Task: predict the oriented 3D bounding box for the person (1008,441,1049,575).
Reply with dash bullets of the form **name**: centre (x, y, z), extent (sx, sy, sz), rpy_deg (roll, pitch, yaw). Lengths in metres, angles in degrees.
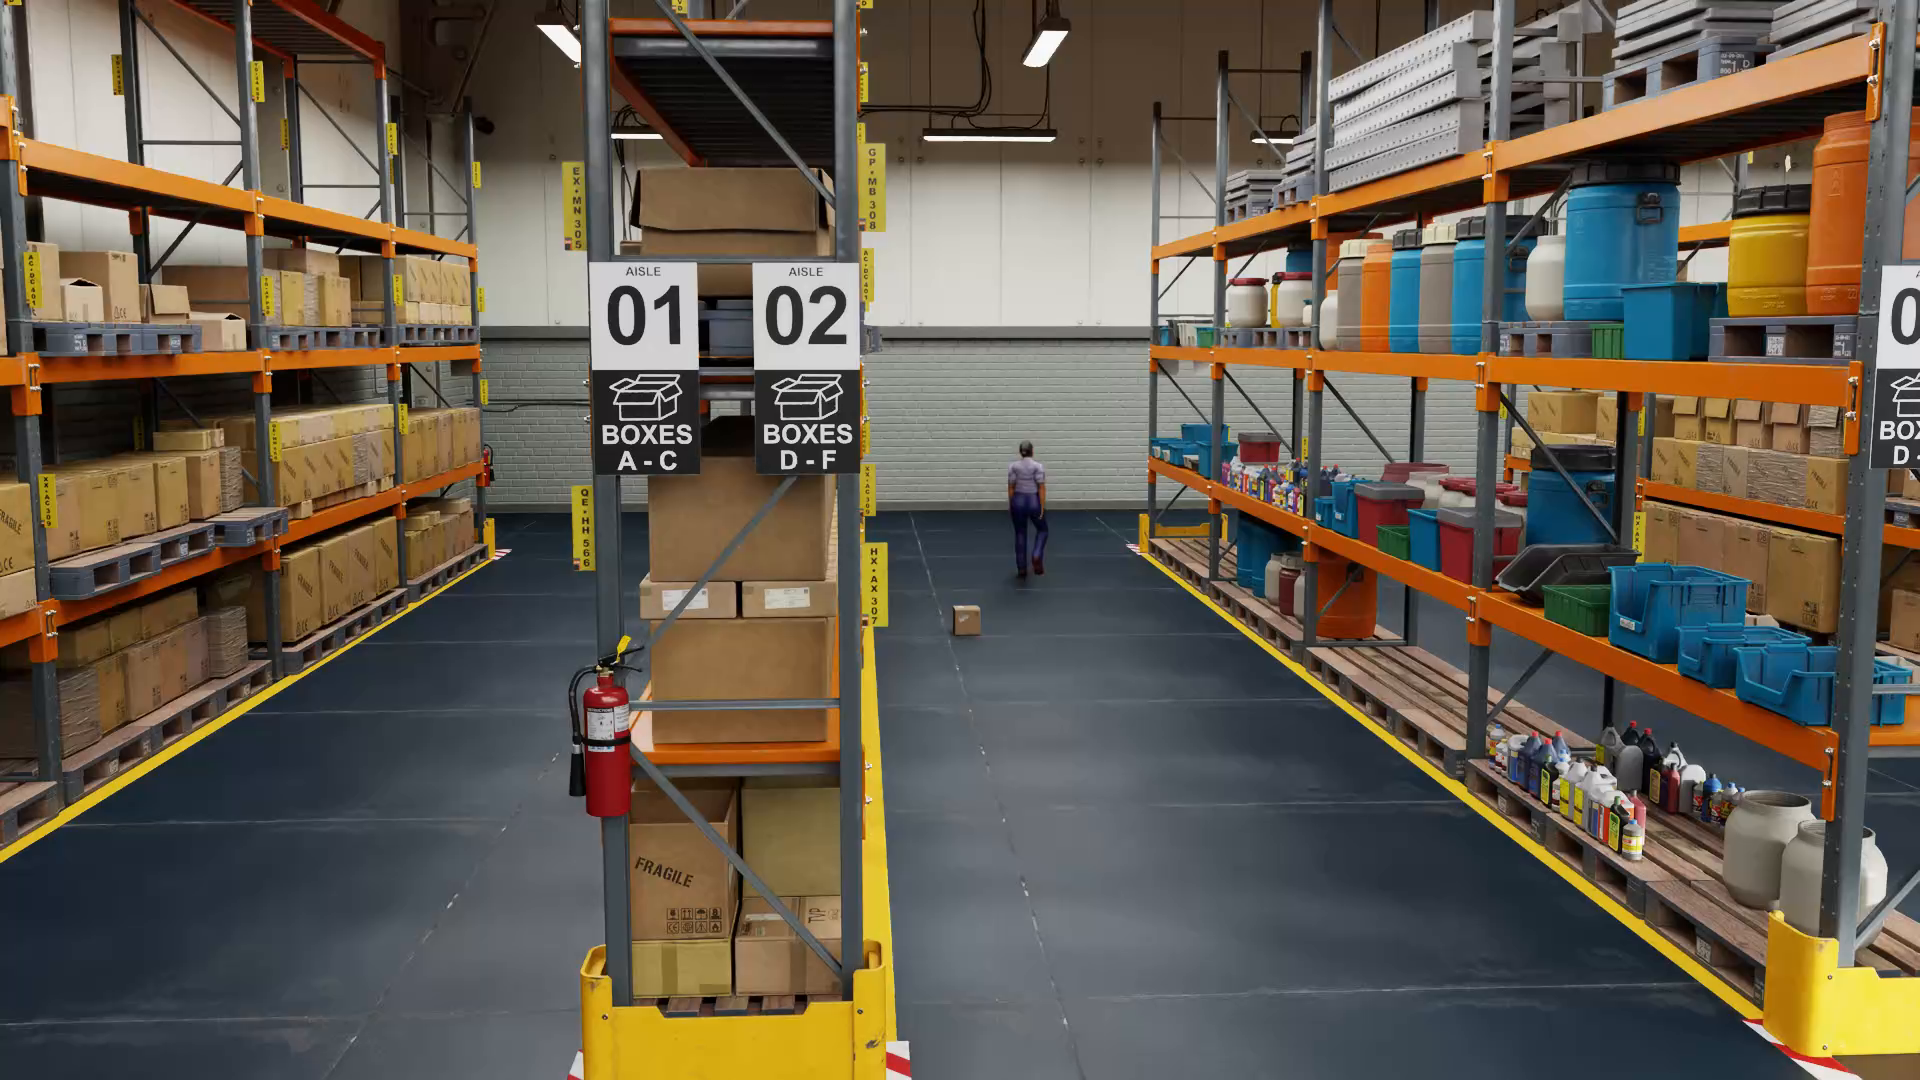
- **person**: centre (0.839, -0.395, 20.454), extent (0.486, 1.667, 0.443), rpy_deg (2, 7, 13)
